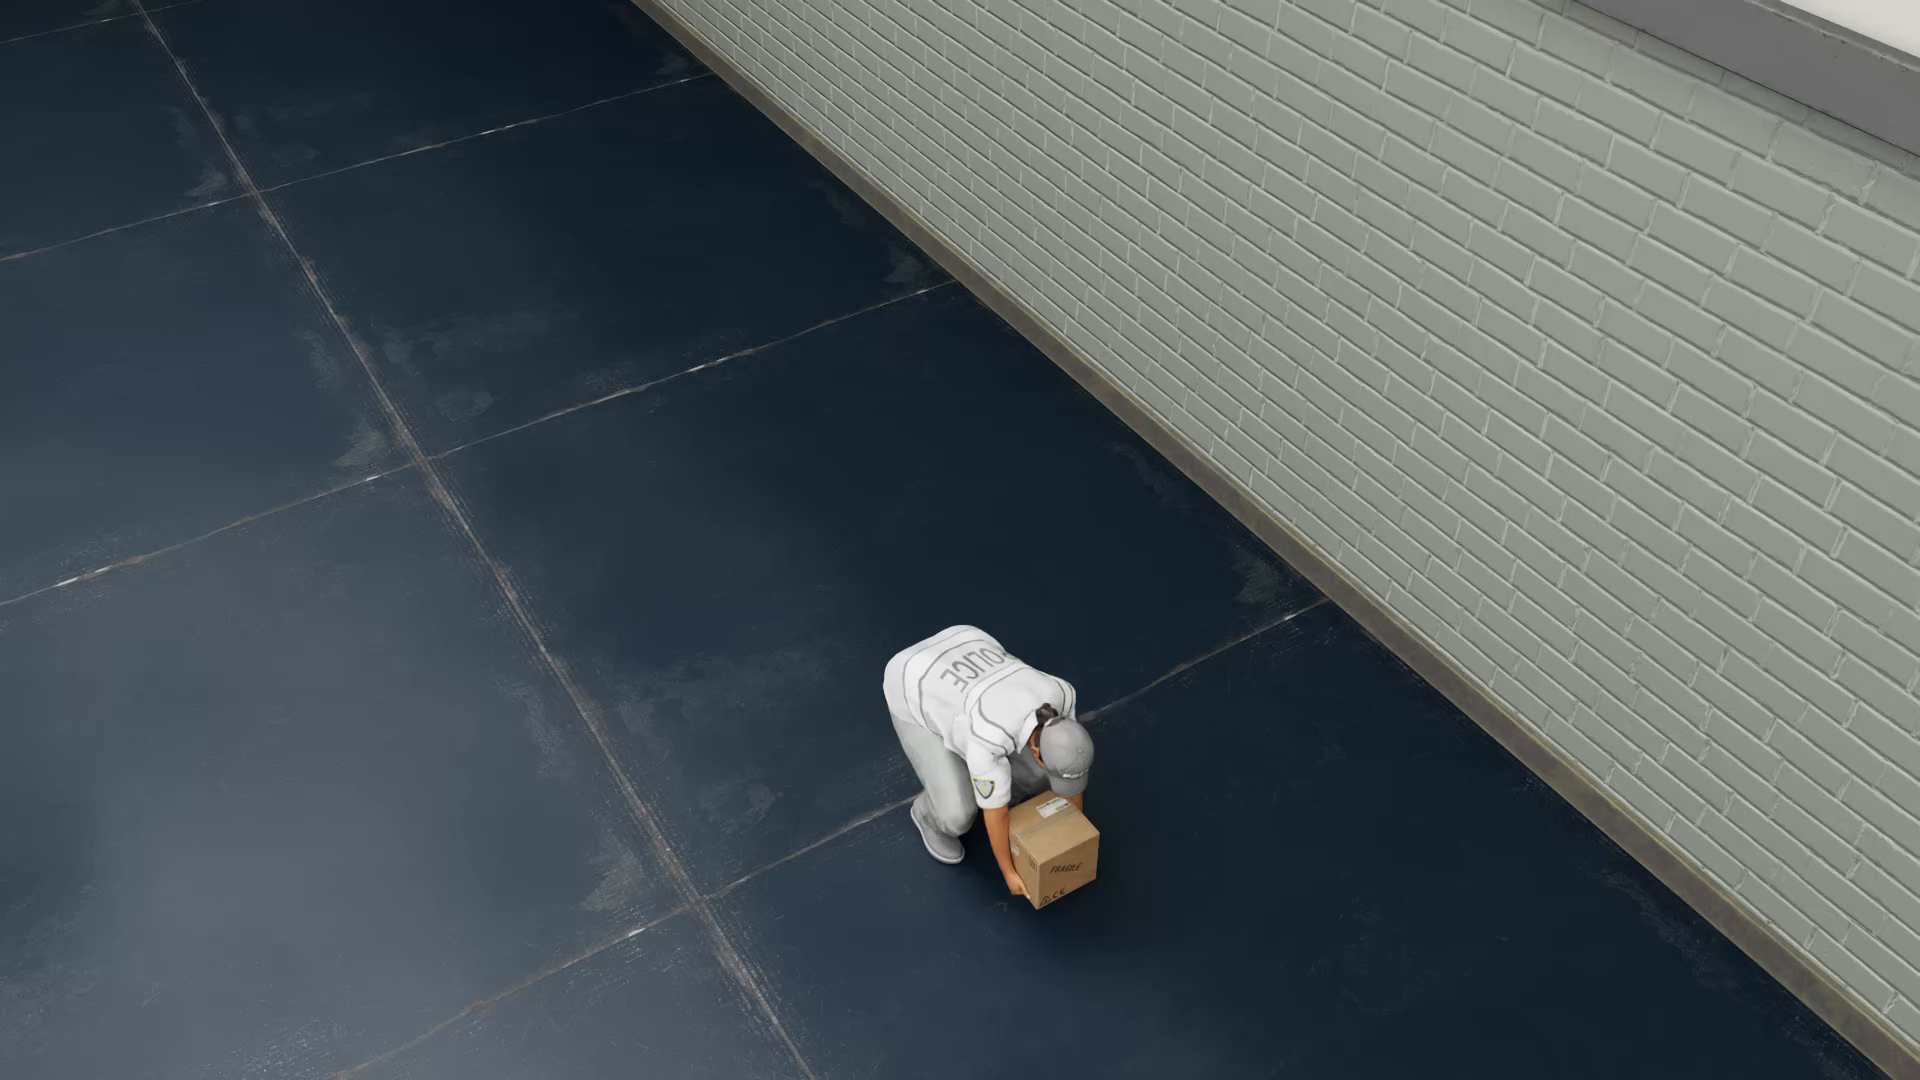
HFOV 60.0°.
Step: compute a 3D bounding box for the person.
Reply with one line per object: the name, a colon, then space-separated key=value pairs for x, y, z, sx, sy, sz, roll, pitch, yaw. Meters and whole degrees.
person: x=0.111 y=0.772 z=5.825 sx=0.509 sy=0.942 sz=0.914 roll=-24 pitch=47 yaw=-25
